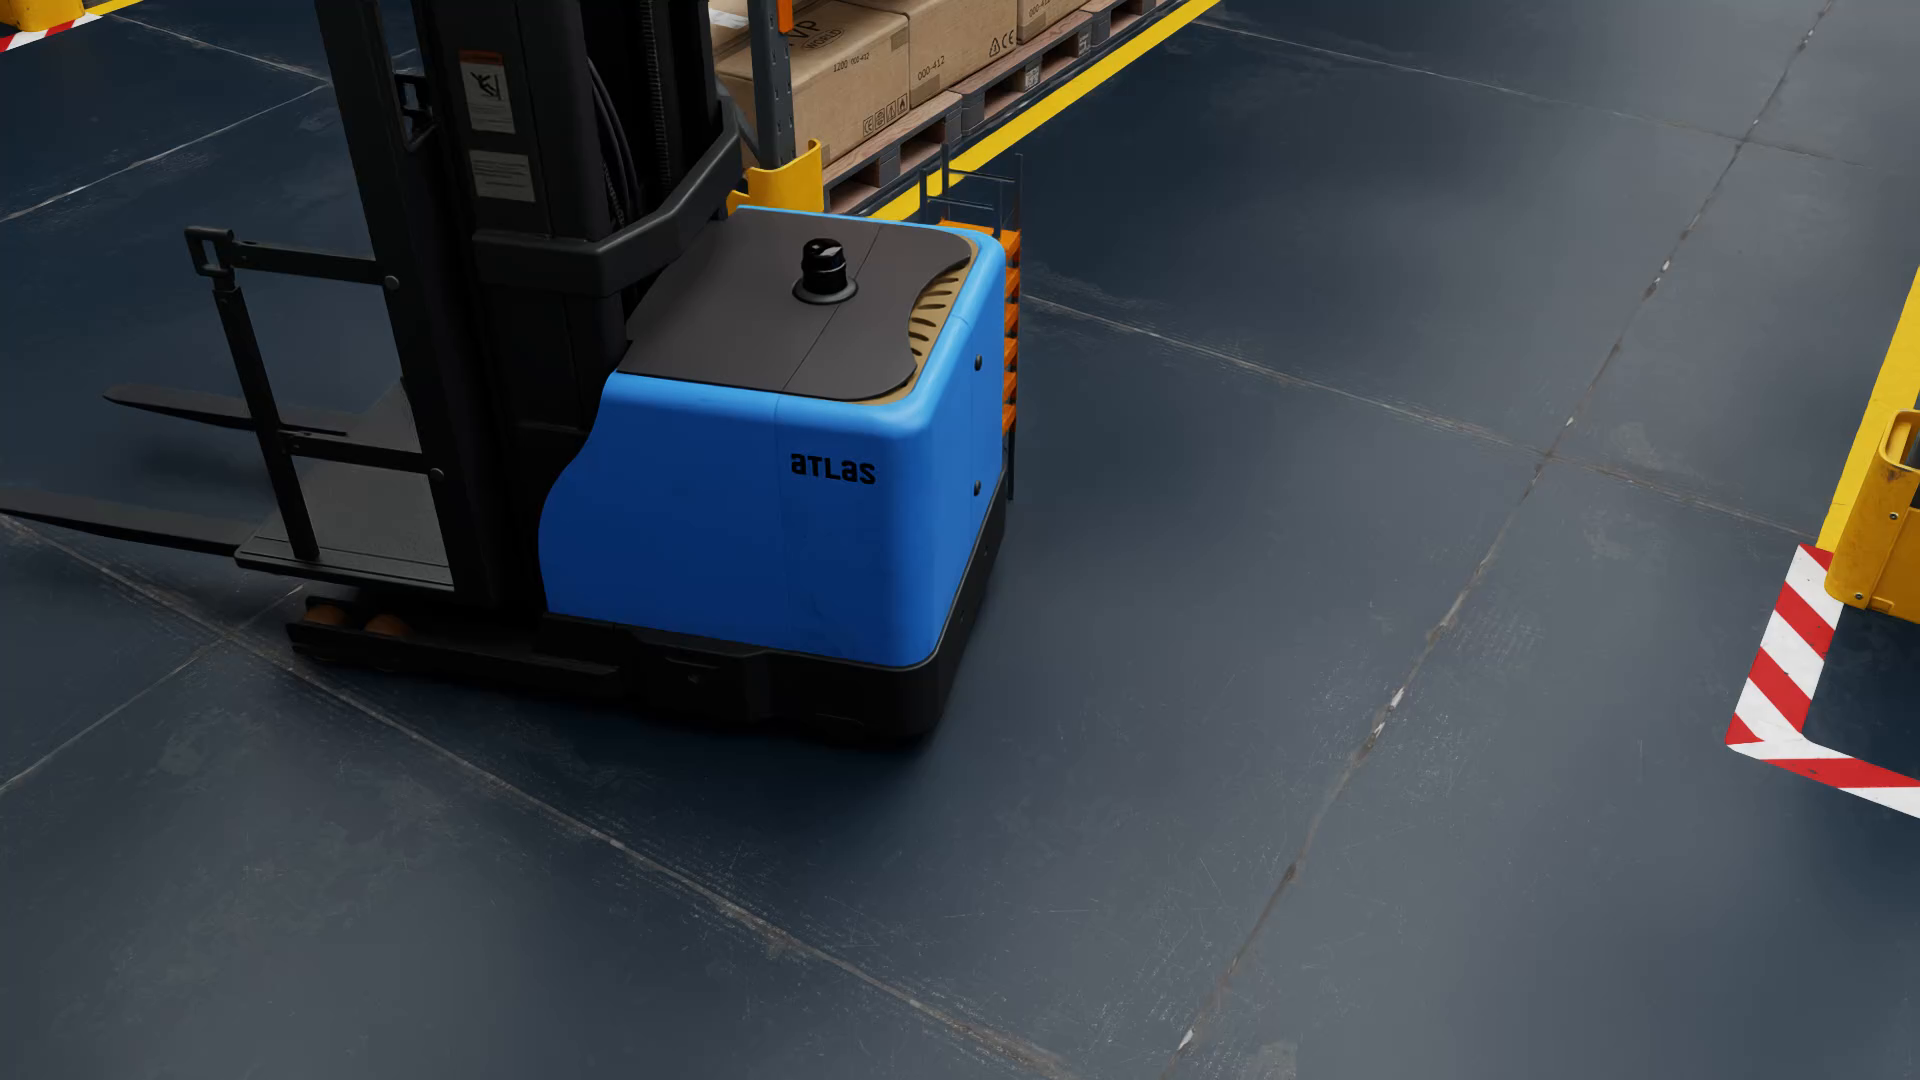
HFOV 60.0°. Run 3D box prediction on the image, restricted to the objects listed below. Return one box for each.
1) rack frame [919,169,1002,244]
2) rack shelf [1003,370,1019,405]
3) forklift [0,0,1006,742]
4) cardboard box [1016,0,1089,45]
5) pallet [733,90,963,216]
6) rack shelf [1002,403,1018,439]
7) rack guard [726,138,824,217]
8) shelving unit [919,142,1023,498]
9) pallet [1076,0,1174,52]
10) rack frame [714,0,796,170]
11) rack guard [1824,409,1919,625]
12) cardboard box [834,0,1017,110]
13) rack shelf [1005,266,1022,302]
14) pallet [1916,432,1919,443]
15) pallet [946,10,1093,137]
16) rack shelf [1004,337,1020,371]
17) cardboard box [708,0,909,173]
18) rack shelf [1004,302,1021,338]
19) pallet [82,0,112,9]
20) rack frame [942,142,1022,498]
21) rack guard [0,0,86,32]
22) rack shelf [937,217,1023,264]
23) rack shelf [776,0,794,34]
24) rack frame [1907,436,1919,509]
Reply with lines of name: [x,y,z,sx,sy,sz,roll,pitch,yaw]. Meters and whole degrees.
rack frame: [0.001,-0.533,4.958,0.240,1.200,0.006,12,39,15]
rack shelf: [0.031,-0.455,5.127,0.258,0.103,0.180,12,39,15]
forklift: [-1.433,-1.087,4.260,3.031,2.935,1.130,8,38,11]
cardboard box: [0.151,-2.909,8.321,0.875,0.438,0.875,20,42,24]
pallet: [-0.723,-1.779,7.384,1.003,0.211,1.213,21,42,25]
rack shelf: [0.031,-0.360,5.200,0.258,0.103,0.180,12,39,15]
rack guard: [-1.098,-1.443,6.712,1.175,0.500,0.348,21,42,25]
shelving unit: [0.031,-0.585,5.026,0.258,1.200,0.189,12,39,15]
pallet: [0.584,-3.036,9.016,1.003,0.211,1.213,21,42,25]
rack frame: [-1.086,-2.445,5.965,1.000,3.000,0.127,21,42,25]
rack guard: [3.189,0.073,4.746,1.175,0.500,0.348,21,42,25]
cardboard box: [-0.333,-2.444,7.718,0.875,0.438,0.875,22,43,26]
rack shelf: [0.031,-0.740,4.907,0.258,0.103,0.180,12,39,15]
pallet: [3.654,-0.220,5.363,1.003,0.211,1.213,21,42,25]
pallet: [-0.069,-2.405,8.197,1.003,0.211,1.213,21,42,25]
rack shelf: [0.031,-0.550,5.054,0.258,0.103,0.180,12,39,15]
cardboard box: [-0.816,-1.970,7.103,0.875,0.438,0.875,20,42,24]
rack shelf: [0.031,-0.645,4.980,0.258,0.103,0.180,12,39,15]
pallet: [-4.812,-3.413,9.505,1.003,0.211,1.213,21,42,25]
rack frame: [0.061,-0.638,5.095,0.240,1.200,0.006,12,39,15]
rack guard: [-5.238,-3.116,8.883,1.175,0.500,0.348,21,42,25]
rack shelf: [0.031,-0.835,4.834,0.258,0.103,0.180,12,39,15]
rack shelf: [-0.014,-3.191,7.522,1.077,0.370,4.000,21,42,25]
rack frame: [3.148,-0.878,3.932,1.000,3.000,0.127,21,42,25]
